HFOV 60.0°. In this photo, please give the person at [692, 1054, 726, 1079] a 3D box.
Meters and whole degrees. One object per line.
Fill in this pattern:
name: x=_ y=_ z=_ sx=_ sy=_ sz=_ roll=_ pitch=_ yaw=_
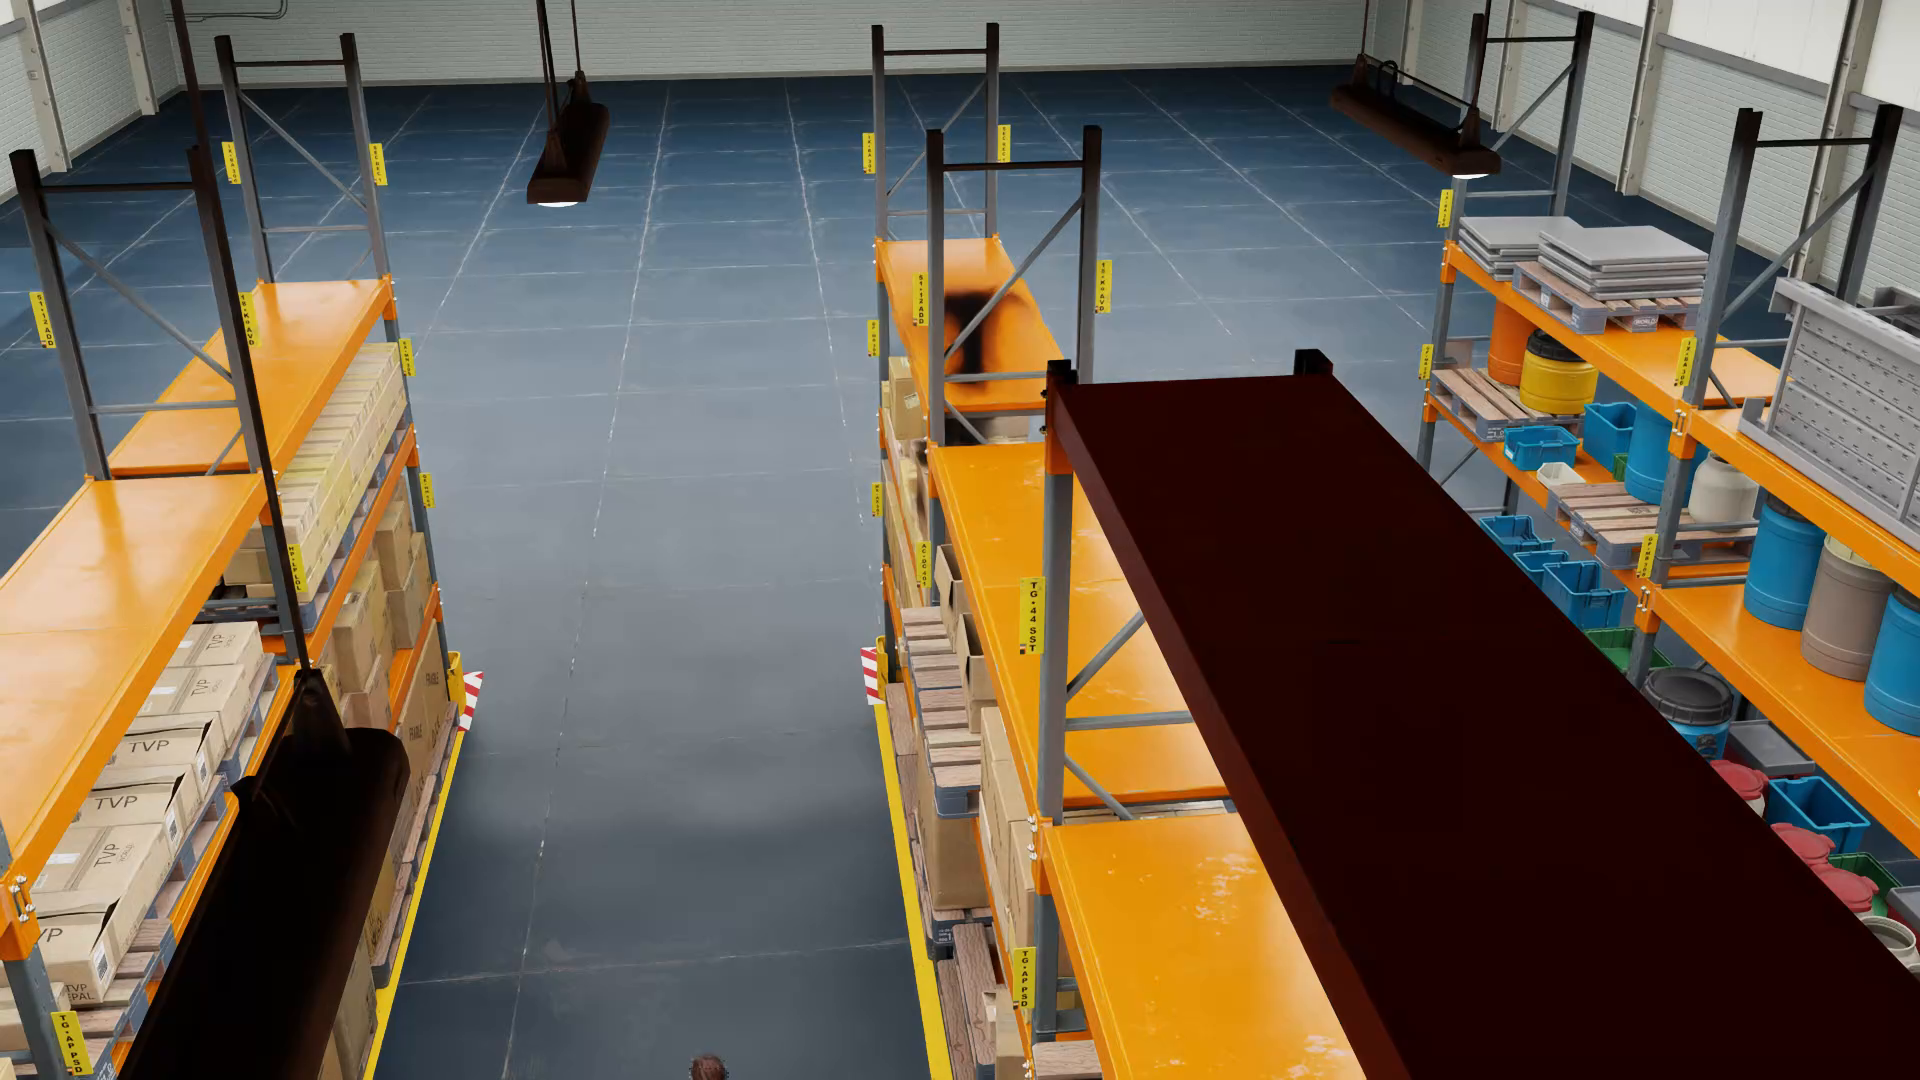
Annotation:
person: x=-1.326 y=3.579 z=9.104 sx=0.563 sy=1.610 sz=0.674 roll=0 pitch=25 yaw=0
